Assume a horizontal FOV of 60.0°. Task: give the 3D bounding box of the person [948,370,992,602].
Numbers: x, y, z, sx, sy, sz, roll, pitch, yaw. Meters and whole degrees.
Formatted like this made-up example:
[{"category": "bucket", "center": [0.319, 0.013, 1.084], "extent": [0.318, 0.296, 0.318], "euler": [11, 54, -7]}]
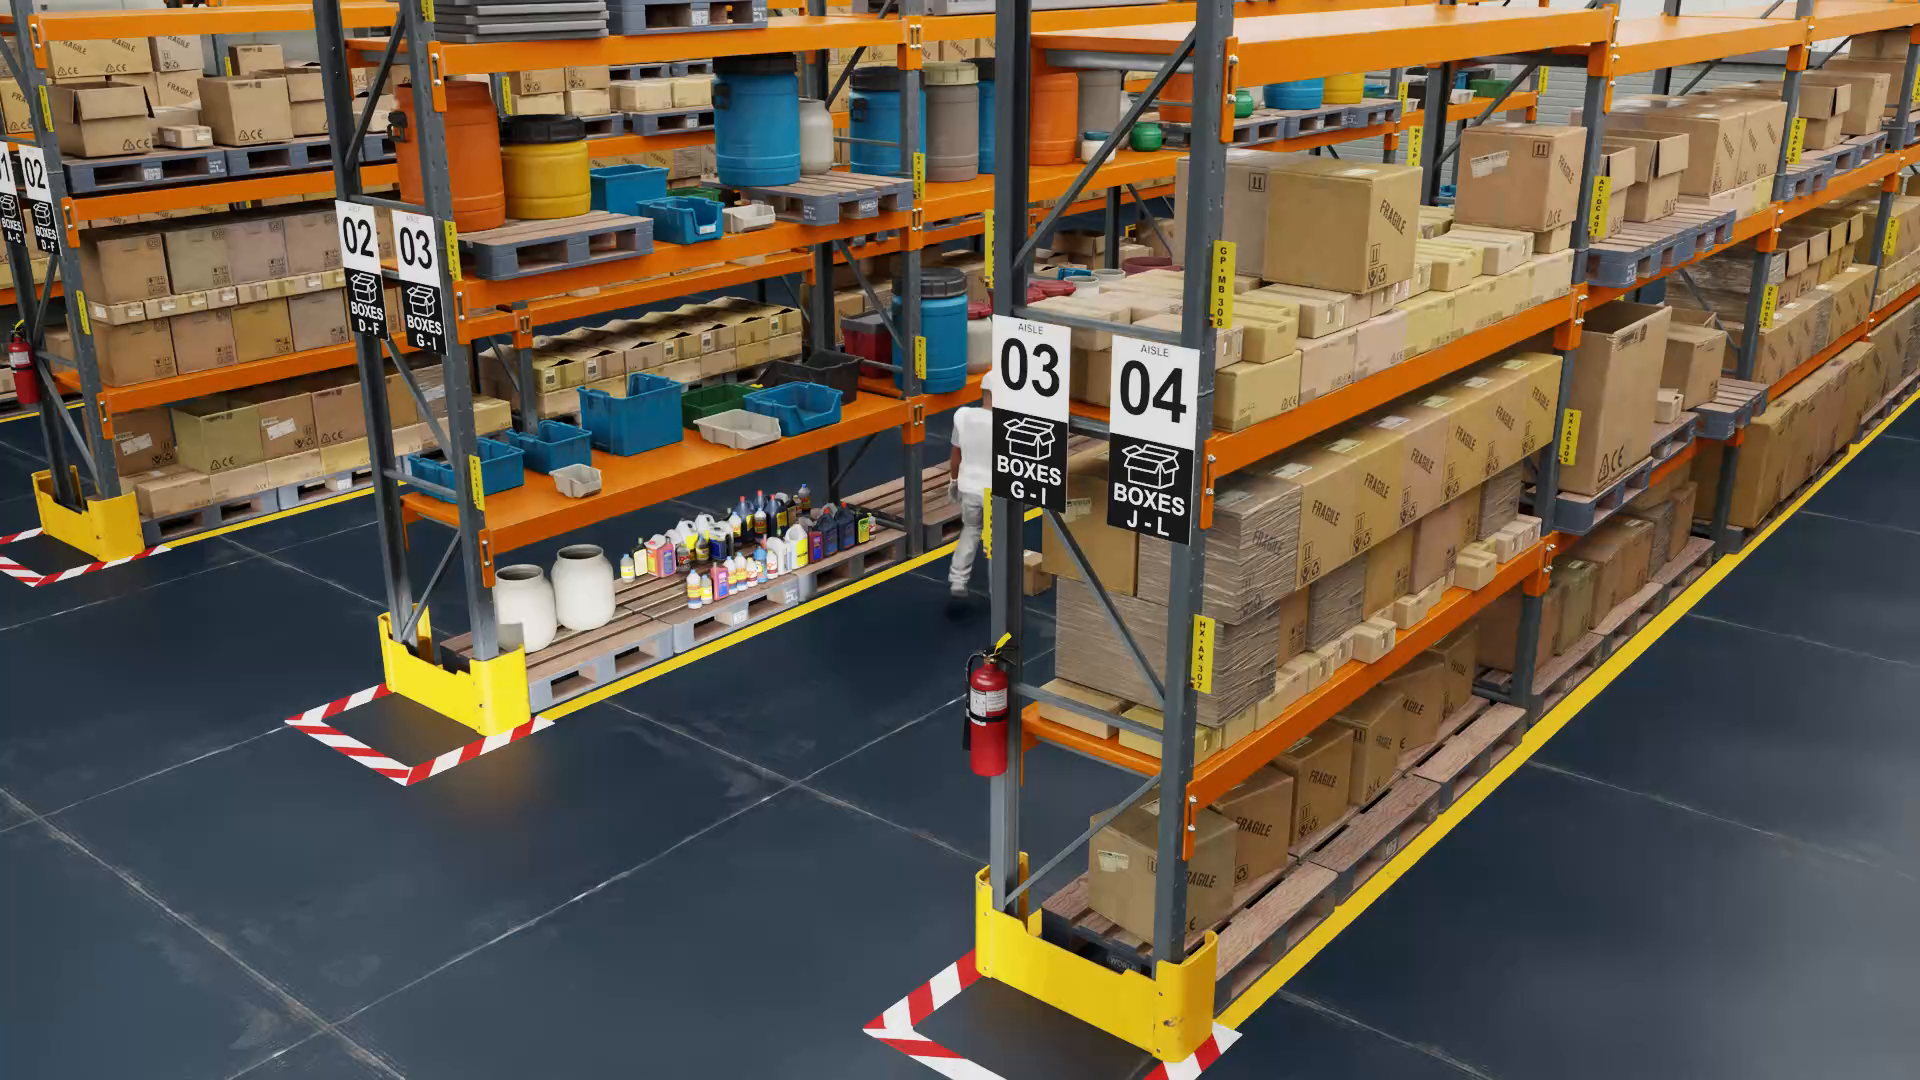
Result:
[{"category": "person", "center": [0.222, -0.375, 12.017], "extent": [0.595, 1.781, 0.583], "euler": [11, 23, 28]}]
